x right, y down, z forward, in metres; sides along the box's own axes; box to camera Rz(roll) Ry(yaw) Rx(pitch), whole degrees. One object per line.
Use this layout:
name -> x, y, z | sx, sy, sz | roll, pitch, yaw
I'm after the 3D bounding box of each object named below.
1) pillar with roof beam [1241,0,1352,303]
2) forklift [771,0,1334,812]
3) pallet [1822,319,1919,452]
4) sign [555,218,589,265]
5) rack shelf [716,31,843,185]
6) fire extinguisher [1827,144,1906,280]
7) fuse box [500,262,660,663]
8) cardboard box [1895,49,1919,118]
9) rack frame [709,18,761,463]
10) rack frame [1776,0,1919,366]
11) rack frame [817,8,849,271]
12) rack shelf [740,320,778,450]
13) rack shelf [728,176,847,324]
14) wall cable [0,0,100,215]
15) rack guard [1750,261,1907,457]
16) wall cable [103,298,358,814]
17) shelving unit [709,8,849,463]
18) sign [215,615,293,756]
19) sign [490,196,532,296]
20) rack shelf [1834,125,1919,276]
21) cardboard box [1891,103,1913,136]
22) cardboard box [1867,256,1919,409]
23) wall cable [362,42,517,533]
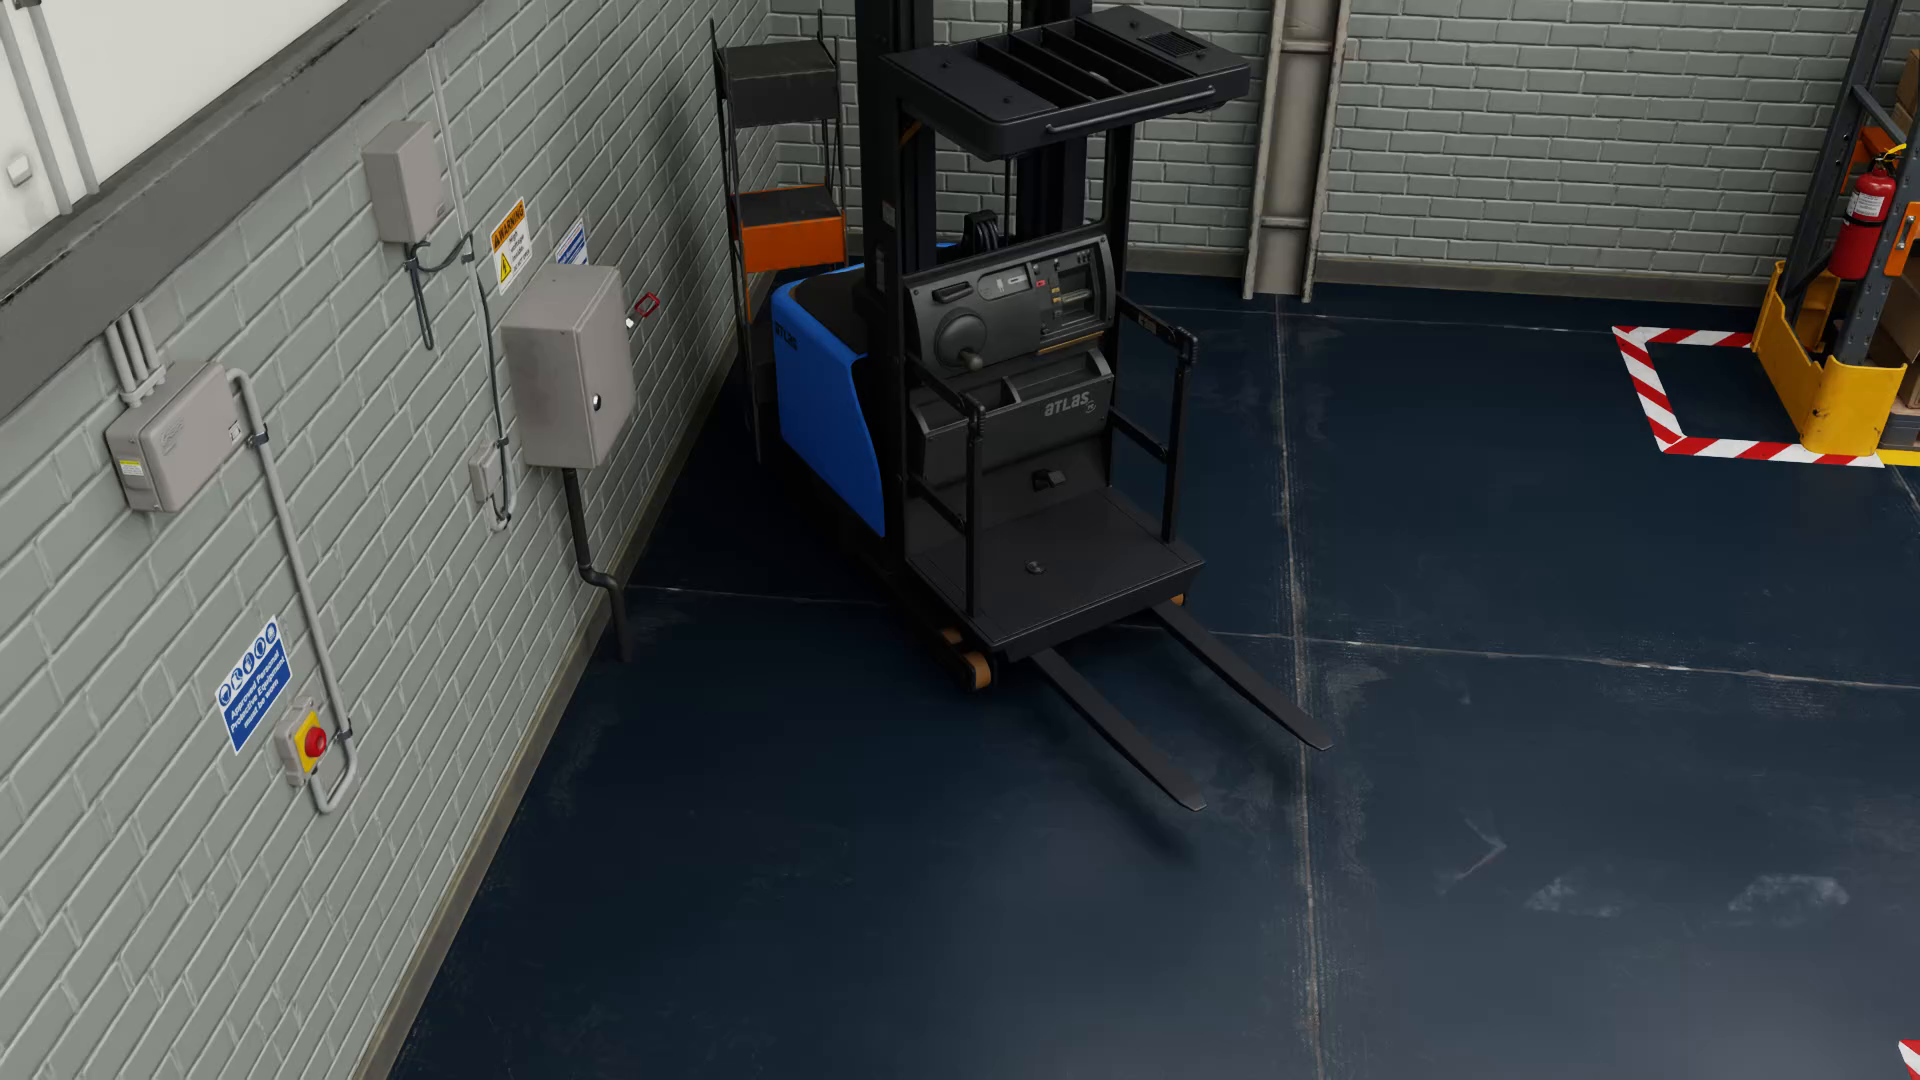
pillar with roof beam -> 1.318, -2.669, 3.743 | 0.400, 9.000, 9.100 | 4, 36, 6
forklift -> 0.332, -0.882, 6.462 | 1.130, 2.935, 3.031 | -20, 40, -25
pallet -> 5.293, -0.789, 8.674 | 1.213, 0.211, 1.003 | 4, 36, 6
sign -> -1.528, -0.993, 6.641 | 0.001, 0.494, 0.329 | 4, 36, 6
rack shelf -> -0.818, -1.950, 7.493 | 0.480, 0.518, 0.431 | -9, 37, -13
fire extinguisher -> 4.221, -1.550, 7.727 | 0.183, 0.674, 0.296 | 4, 36, 6
fuse box -> -1.386, -0.207, 6.567 | 0.414, 1.711, 0.539 | 4, 36, 6
cardboard box -> 4.916, -2.167, 8.078 | 0.500, 0.250, 0.500 | 5, 36, 7
rack frame -> -1.053, -1.353, 7.838 | 0.015, 2.100, 0.400 | -9, 37, -13
rack frame -> 4.426, -1.988, 7.954 | 0.127, 3.000, 1.000 | 4, 36, 6
rack frame -> -0.582, -1.429, 7.945 | 0.015, 2.100, 0.400 | -9, 37, -13
rack shelf -> -0.818, -0.810, 8.306 | 0.480, 0.518, 0.431 | -9, 37, -13
rack shelf -> -0.818, -1.380, 7.899 | 0.480, 0.518, 0.431 | -9, 37, -13
wall cable -> -1.880, -1.829, 2.566 | 0.029, 3.000, 0.463 | 4, 36, 6
rack guard -> 4.502, -0.965, 8.672 | 0.348, 0.500, 1.175 | 4, 36, 6
wall cable -> -1.798, 0.042, 4.208 | 0.123, 1.953, 0.585 | 4, 36, 6
shelving unit -> -0.818, -1.391, 7.891 | 0.503, 2.100, 0.431 | -9, 37, -13
sign -> -1.865, 0.381, 4.401 | 0.001, 0.218, 0.327 | 4, 36, 6
sign -> -1.598, -1.051, 5.930 | 0.001, 0.242, 0.339 | 4, 36, 6
rack shelf -> 6.410, -1.548, 7.956 | 4.000, 0.370, 1.077 | 4, 36, 6
cardboard box -> 4.789, -2.016, 8.209 | 0.250, 0.149, 0.380 | 4, 36, 5
cardboard box -> 5.021, -1.043, 8.417 | 0.637, 0.503, 0.797 | 3, 36, 4
wall cable -> -1.629, -0.763, 5.363 | 0.122, 1.984, 0.588 | 4, 36, 6
